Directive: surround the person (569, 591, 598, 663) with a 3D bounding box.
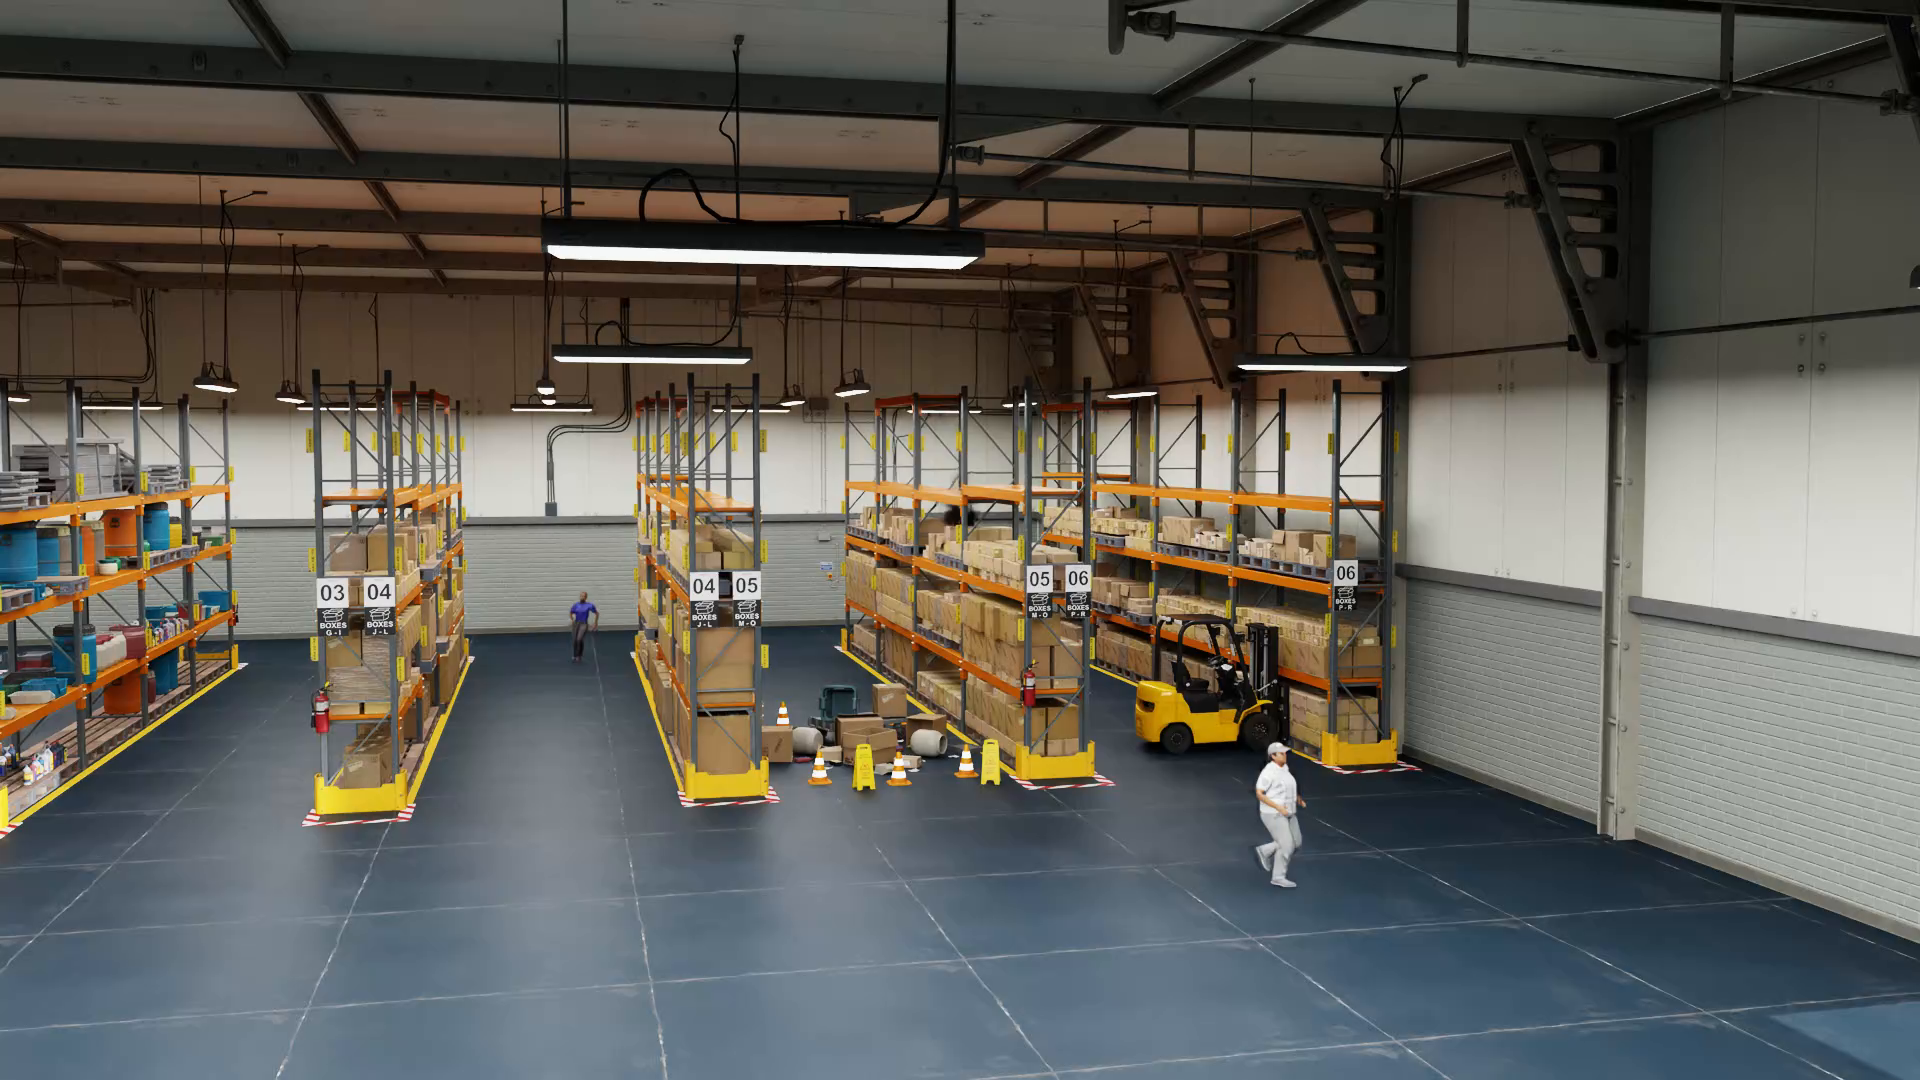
[{"bbox_3d":[-8.646,1.993,38.074,0.634,1.633,0.656,0,3,7],"label":"person"}]

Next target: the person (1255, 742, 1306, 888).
[{"bbox_3d":[3.583,3.106,18.909,0.570,1.624,0.625,3,4,39],"label":"person"}]
